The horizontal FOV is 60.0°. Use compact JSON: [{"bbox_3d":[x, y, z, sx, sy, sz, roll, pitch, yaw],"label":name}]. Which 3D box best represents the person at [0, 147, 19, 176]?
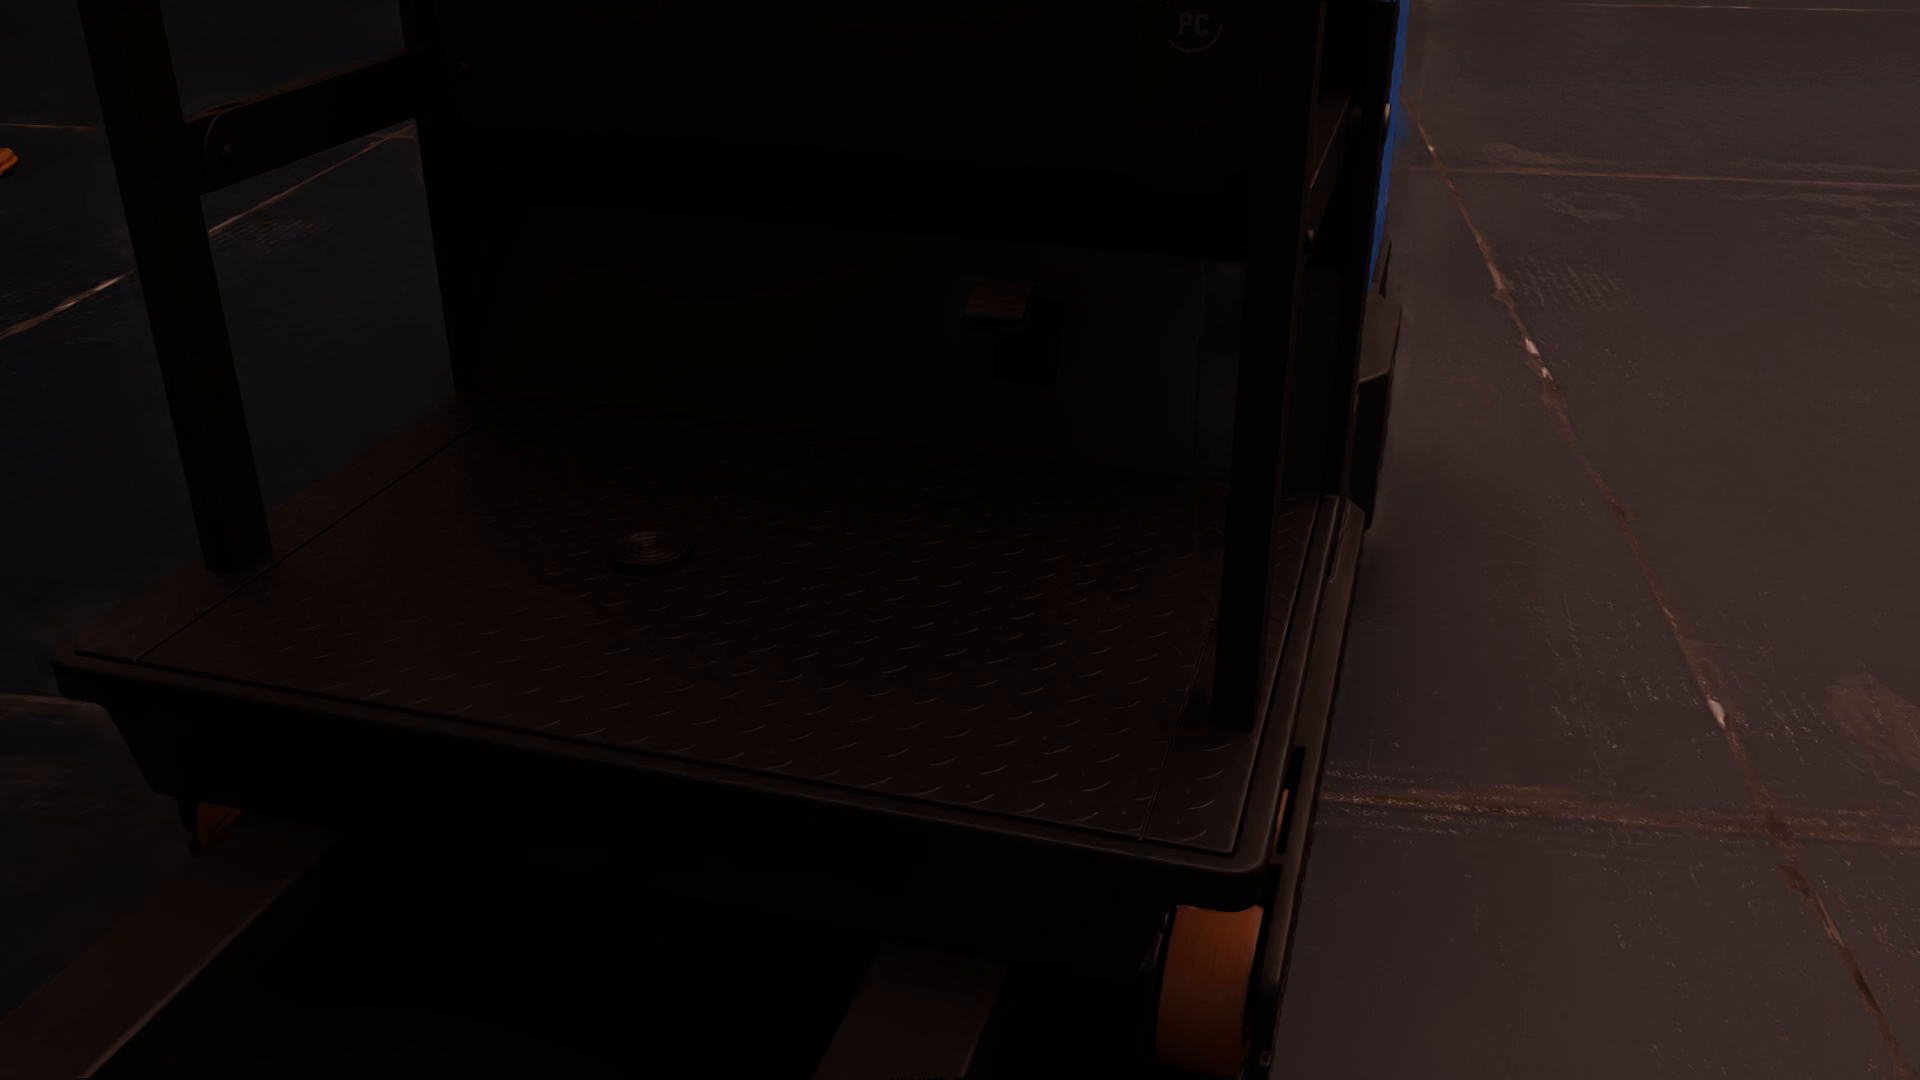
[{"bbox_3d":[-2.746,-1.771,4.082,0.794,1.760,0.411,10,28,18],"label":"person"}]

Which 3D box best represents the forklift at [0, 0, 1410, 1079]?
[{"bbox_3d":[-0.167,-1.019,1.259,1.130,2.935,3.031,8,27,15],"label":"forklift"}]
